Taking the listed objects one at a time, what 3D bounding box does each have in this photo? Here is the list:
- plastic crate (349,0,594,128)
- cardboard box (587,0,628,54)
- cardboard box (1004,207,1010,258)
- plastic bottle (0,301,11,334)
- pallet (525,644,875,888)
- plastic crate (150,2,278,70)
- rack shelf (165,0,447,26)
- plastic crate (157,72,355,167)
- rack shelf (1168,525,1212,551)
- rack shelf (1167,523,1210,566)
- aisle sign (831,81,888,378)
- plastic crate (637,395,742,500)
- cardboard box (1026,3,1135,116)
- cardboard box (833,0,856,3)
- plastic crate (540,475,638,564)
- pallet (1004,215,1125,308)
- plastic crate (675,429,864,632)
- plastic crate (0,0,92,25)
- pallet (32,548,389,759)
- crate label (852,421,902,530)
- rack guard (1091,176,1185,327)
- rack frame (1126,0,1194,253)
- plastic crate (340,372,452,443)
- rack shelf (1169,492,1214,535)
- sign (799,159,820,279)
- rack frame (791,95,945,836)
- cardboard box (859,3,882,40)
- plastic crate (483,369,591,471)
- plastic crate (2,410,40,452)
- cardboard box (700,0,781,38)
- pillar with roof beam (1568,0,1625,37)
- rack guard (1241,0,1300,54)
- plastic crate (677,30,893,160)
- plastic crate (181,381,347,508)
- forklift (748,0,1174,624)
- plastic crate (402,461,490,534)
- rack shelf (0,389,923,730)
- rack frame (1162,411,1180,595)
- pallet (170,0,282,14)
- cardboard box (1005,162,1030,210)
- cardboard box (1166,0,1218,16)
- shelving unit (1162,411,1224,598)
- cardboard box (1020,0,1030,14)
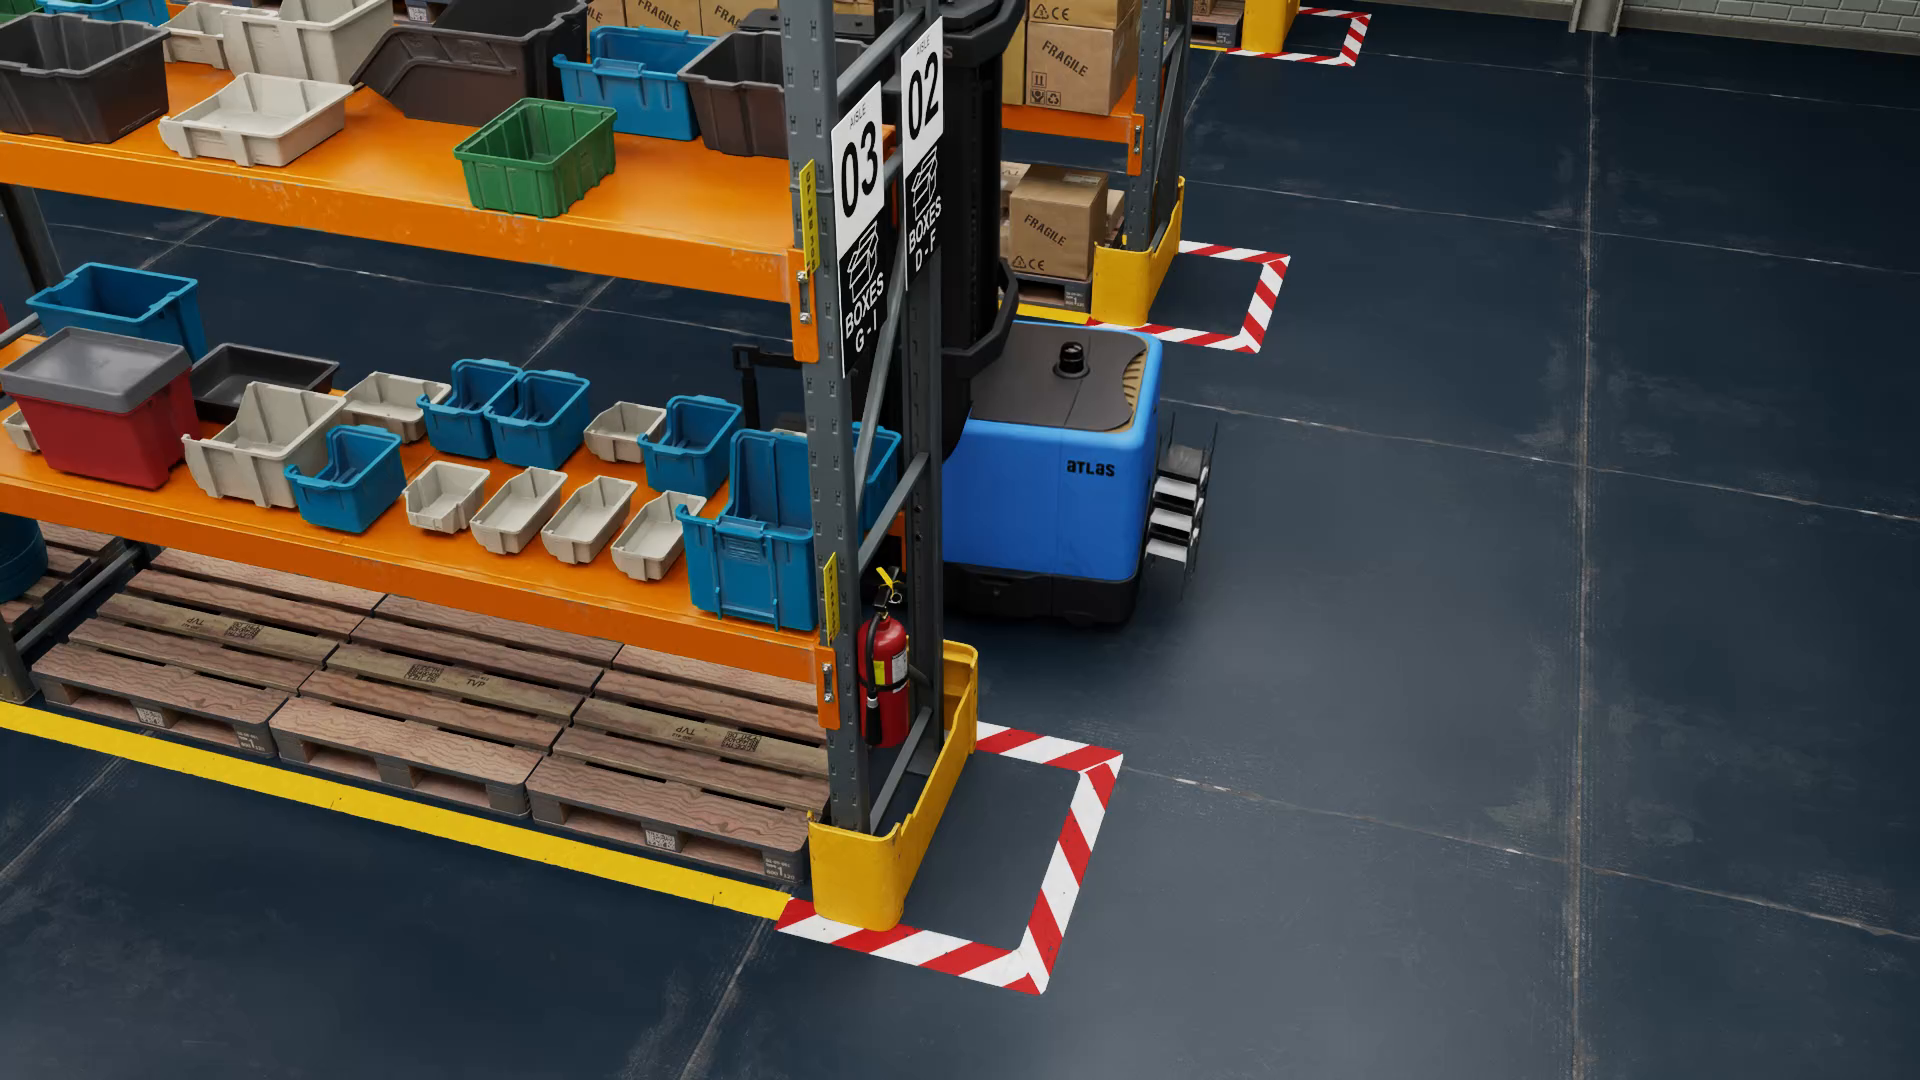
[{"bbox_3d":[-1.651,-1.659,5.681,0.767,0.338,0.504,10,38,14],"label":"plastic crate"},{"bbox_3d":[-2.207,-3.356,10.379,0.500,0.500,0.500,11,38,15],"label":"cardboard box"},{"bbox_3d":[0.254,-1.968,10.597,0.250,0.166,0.380,10,38,14],"label":"cardboard box"},{"bbox_3d":[-4.316,-1.017,7.385,0.133,0.283,0.061,10,38,14],"label":"plastic bottle"},{"bbox_3d":[-1.050,0.905,7.028,1.213,0.211,1.003,10,38,14],"label":"pallet"},{"bbox_3d":[-2.765,-1.850,6.110,0.466,0.136,0.293,10,38,14],"label":"plastic crate"},{"bbox_3d":[-4.521,-3.623,11.434,4.000,0.370,1.077,10,38,14],"label":"rack shelf"},{"bbox_3d":[-2.321,-1.377,5.468,0.530,0.136,0.437,10,38,14],"label":"plastic crate"},{"bbox_3d":[1.103,-0.060,7.964,0.200,0.077,0.258,5,37,6],"label":"rack shelf"},{"bbox_3d":[1.103,0.013,8.018,0.200,0.077,0.258,5,37,6],"label":"rack shelf"},{"bbox_3d":[-0.293,-0.919,4.960,0.004,0.787,0.394,10,38,14],"label":"aisle sign"},{"bbox_3d":[-1.041,-0.354,6.476,0.300,0.233,0.416,10,38,14],"label":"plastic crate"},{"bbox_3d":[0.697,-2.818,9.649,0.500,0.500,0.500,12,38,15],"label":"cardboard box"},{"bbox_3d":[-0.770,-3.487,9.715,0.500,0.500,0.500,12,38,15],"label":"cardboard box"},{"bbox_3d":[-1.380,-0.070,6.171,0.243,0.136,0.396,10,38,14],"label":"plastic crate"},{"bbox_3d":[0.372,-1.883,10.816,1.213,0.211,1.003,10,38,14],"label":"pallet"},{"bbox_3d":[-0.650,-0.043,5.882,0.499,0.435,0.616,10,38,14],"label":"plastic crate"},{"bbox_3d":[-3.598,-1.977,6.238,0.662,0.188,0.450,10,38,14],"label":"plastic crate"},{"bbox_3d":[-3.379,0.473,7.614,1.213,0.211,1.003,10,38,14],"label":"pallet"},{"bbox_3d":[-0.412,-0.237,6.318,0.303,0.233,0.416,10,38,14],"label":"crate label"},{"bbox_3d":[1.133,-1.859,10.540,0.348,0.500,1.175,10,38,14],"label":"rack guard"},{"bbox_3d":[1.206,-2.853,9.780,0.127,3.000,1.000,10,38,14],"label":"rack frame"},{"bbox_3d":[-2.341,-0.538,6.807,0.466,0.136,0.293,10,38,14],"label":"plastic crate"},{"bbox_3d":[1.103,-0.132,7.911,0.200,0.077,0.258,5,37,6],"label":"rack shelf"},{"bbox_3d":[-0.423,-0.903,4.689,0.005,0.325,0.100,10,38,14],"label":"sign"},{"bbox_3d":[-0.275,-0.051,5.973,0.127,3.000,1.000,10,38,14],"label":"rack frame"},{"bbox_3d":[-0.274,-2.999,9.895,0.500,0.500,0.500,11,38,14],"label":"cardboard box"},{"bbox_3d":[-1.669,-0.470,6.634,0.300,0.233,0.416,10,38,14],"label":"plastic crate"},{"bbox_3d":[-3.691,-0.513,6.773,0.243,0.136,0.396,10,38,14],"label":"plastic crate"},{"bbox_3d":[-1.241,-3.177,10.137,0.500,0.500,0.500,10,38,14],"label":"cardboard box"},{"bbox_3d":[4.231,-5.649,8.518,0.400,9.000,9.100,10,38,14],"label":"pillar with roof beam"},{"bbox_3d":[2.702,-4.645,14.324,0.348,0.500,1.175,10,38,14],"label":"rack guard"},{"bbox_3d":[-0.559,-1.432,5.430,0.590,0.269,0.497,10,38,14],"label":"plastic crate"},{"bbox_3d":[-2.690,-0.360,6.443,0.530,0.282,0.437,10,38,14],"label":"plastic crate"},{"bbox_3d":[-0.585,-1.055,7.396,3.031,2.935,1.130,-7,37,-9],"label":"forklift"},{"bbox_3d":[-1.941,-0.147,6.276,0.250,0.136,0.298,10,38,14],"label":"plastic crate"},{"bbox_3d":[-2.184,-0.115,6.667,4.000,0.370,1.077,10,38,14],"label":"rack shelf"},{"bbox_3d":[1.003,-0.167,7.902,0.006,0.900,0.240,5,37,6],"label":"rack frame"},{"bbox_3d":[-4.573,-3.848,11.295,1.213,0.211,1.003,10,38,14],"label":"pallet"},{"bbox_3d":[0.294,-2.267,10.934,0.500,0.250,0.500,10,38,14],"label":"cardboard box"},{"bbox_3d":[1.981,-4.886,14.297,0.500,0.500,0.700,10,38,14],"label":"cardboard box"},{"bbox_3d":[1.103,-0.159,7.891,0.210,0.900,0.258,5,37,6],"label":"shelving unit"},{"bbox_3d":[0.216,-3.308,9.471,0.500,0.500,0.500,12,38,15],"label":"cardboard box"}]
